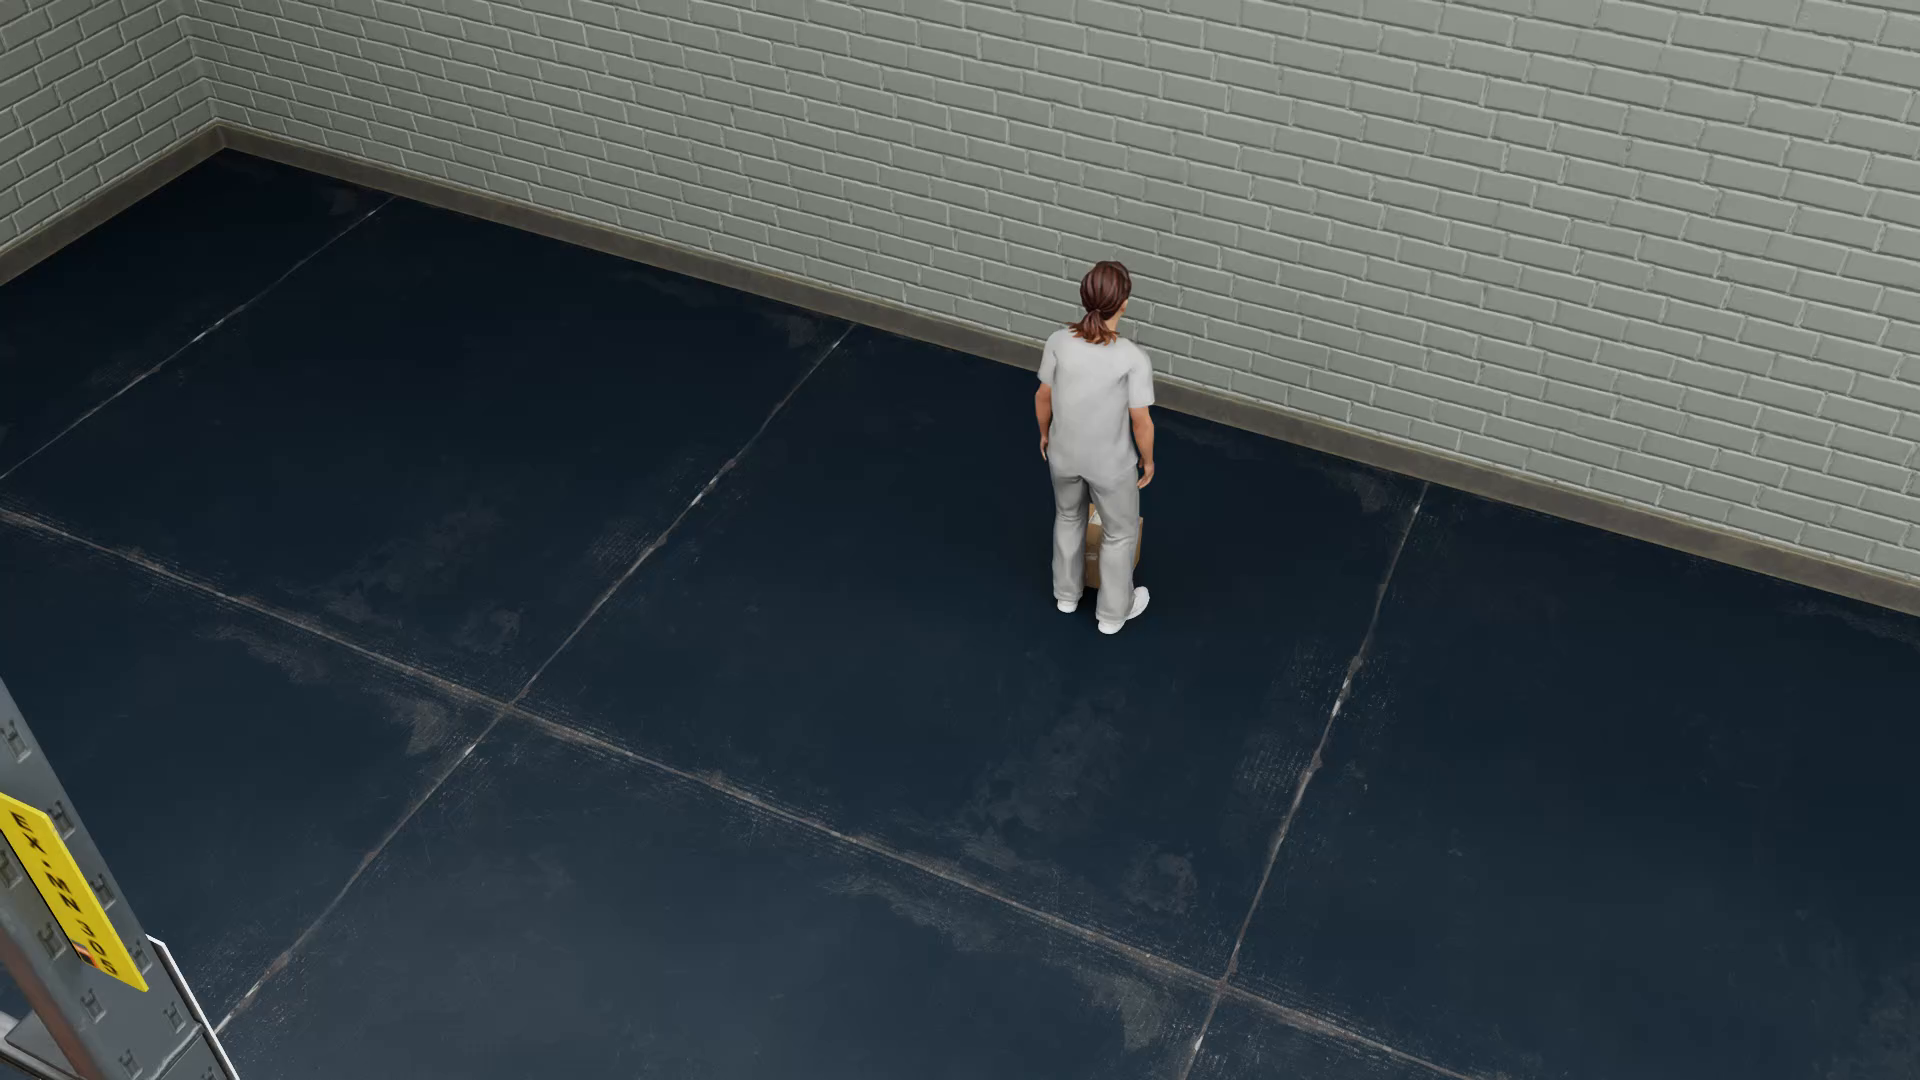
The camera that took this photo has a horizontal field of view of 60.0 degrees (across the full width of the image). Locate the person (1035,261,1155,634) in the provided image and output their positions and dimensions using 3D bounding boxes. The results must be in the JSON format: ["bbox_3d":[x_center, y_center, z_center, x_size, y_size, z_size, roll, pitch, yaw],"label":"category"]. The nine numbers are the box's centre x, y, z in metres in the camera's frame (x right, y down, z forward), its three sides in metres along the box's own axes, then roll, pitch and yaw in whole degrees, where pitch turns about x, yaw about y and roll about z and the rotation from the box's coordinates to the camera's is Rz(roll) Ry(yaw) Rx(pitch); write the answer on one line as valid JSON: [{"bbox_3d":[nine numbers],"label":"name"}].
[{"bbox_3d":[0.539,-0.352,6.550,0.490,1.673,0.404,17,45,18],"label":"person"}]
